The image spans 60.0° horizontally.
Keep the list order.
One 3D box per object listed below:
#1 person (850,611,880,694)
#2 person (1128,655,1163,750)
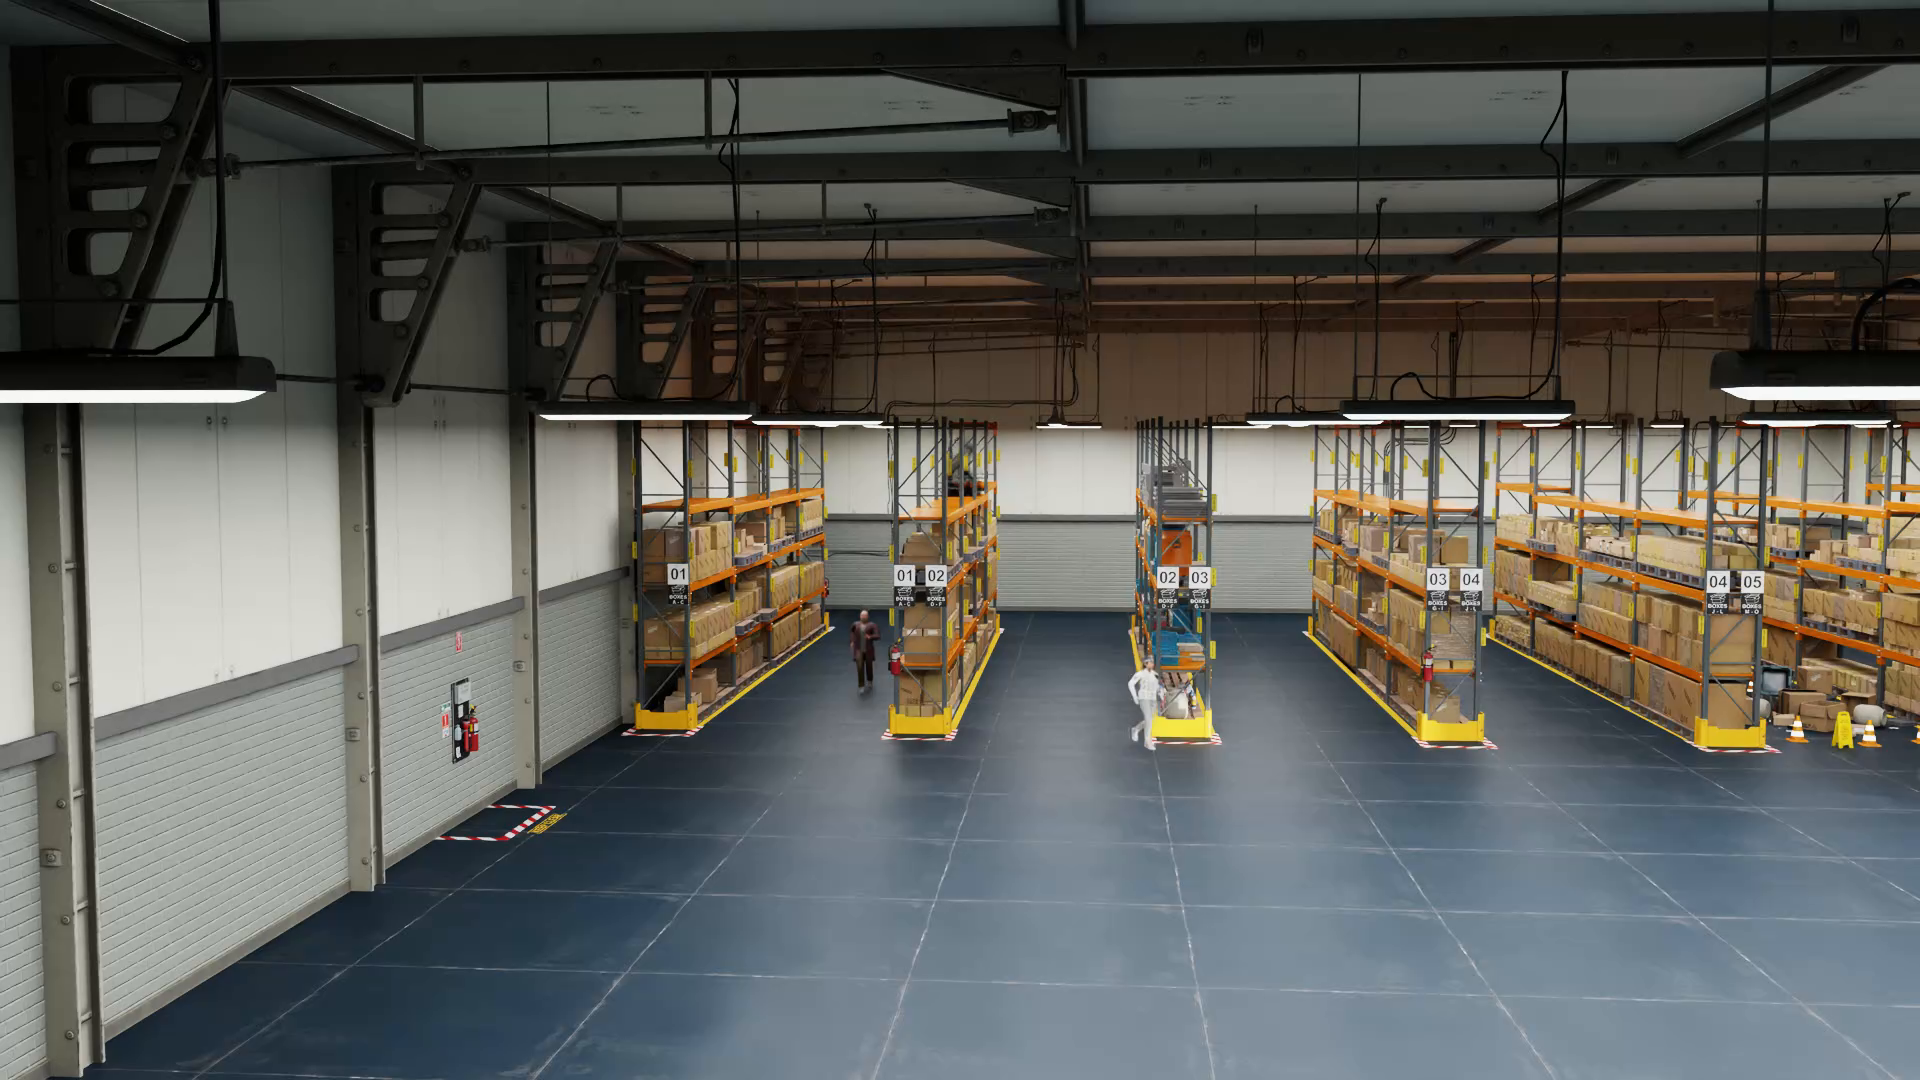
[{"bbox_3d":[-2.084,2.421,36.412,0.699,1.770,1.065,0,4,4],"label":"person"},{"bbox_3d":[3.412,2.932,30.232,0.665,1.676,0.703,-2,4,-33],"label":"person"}]
